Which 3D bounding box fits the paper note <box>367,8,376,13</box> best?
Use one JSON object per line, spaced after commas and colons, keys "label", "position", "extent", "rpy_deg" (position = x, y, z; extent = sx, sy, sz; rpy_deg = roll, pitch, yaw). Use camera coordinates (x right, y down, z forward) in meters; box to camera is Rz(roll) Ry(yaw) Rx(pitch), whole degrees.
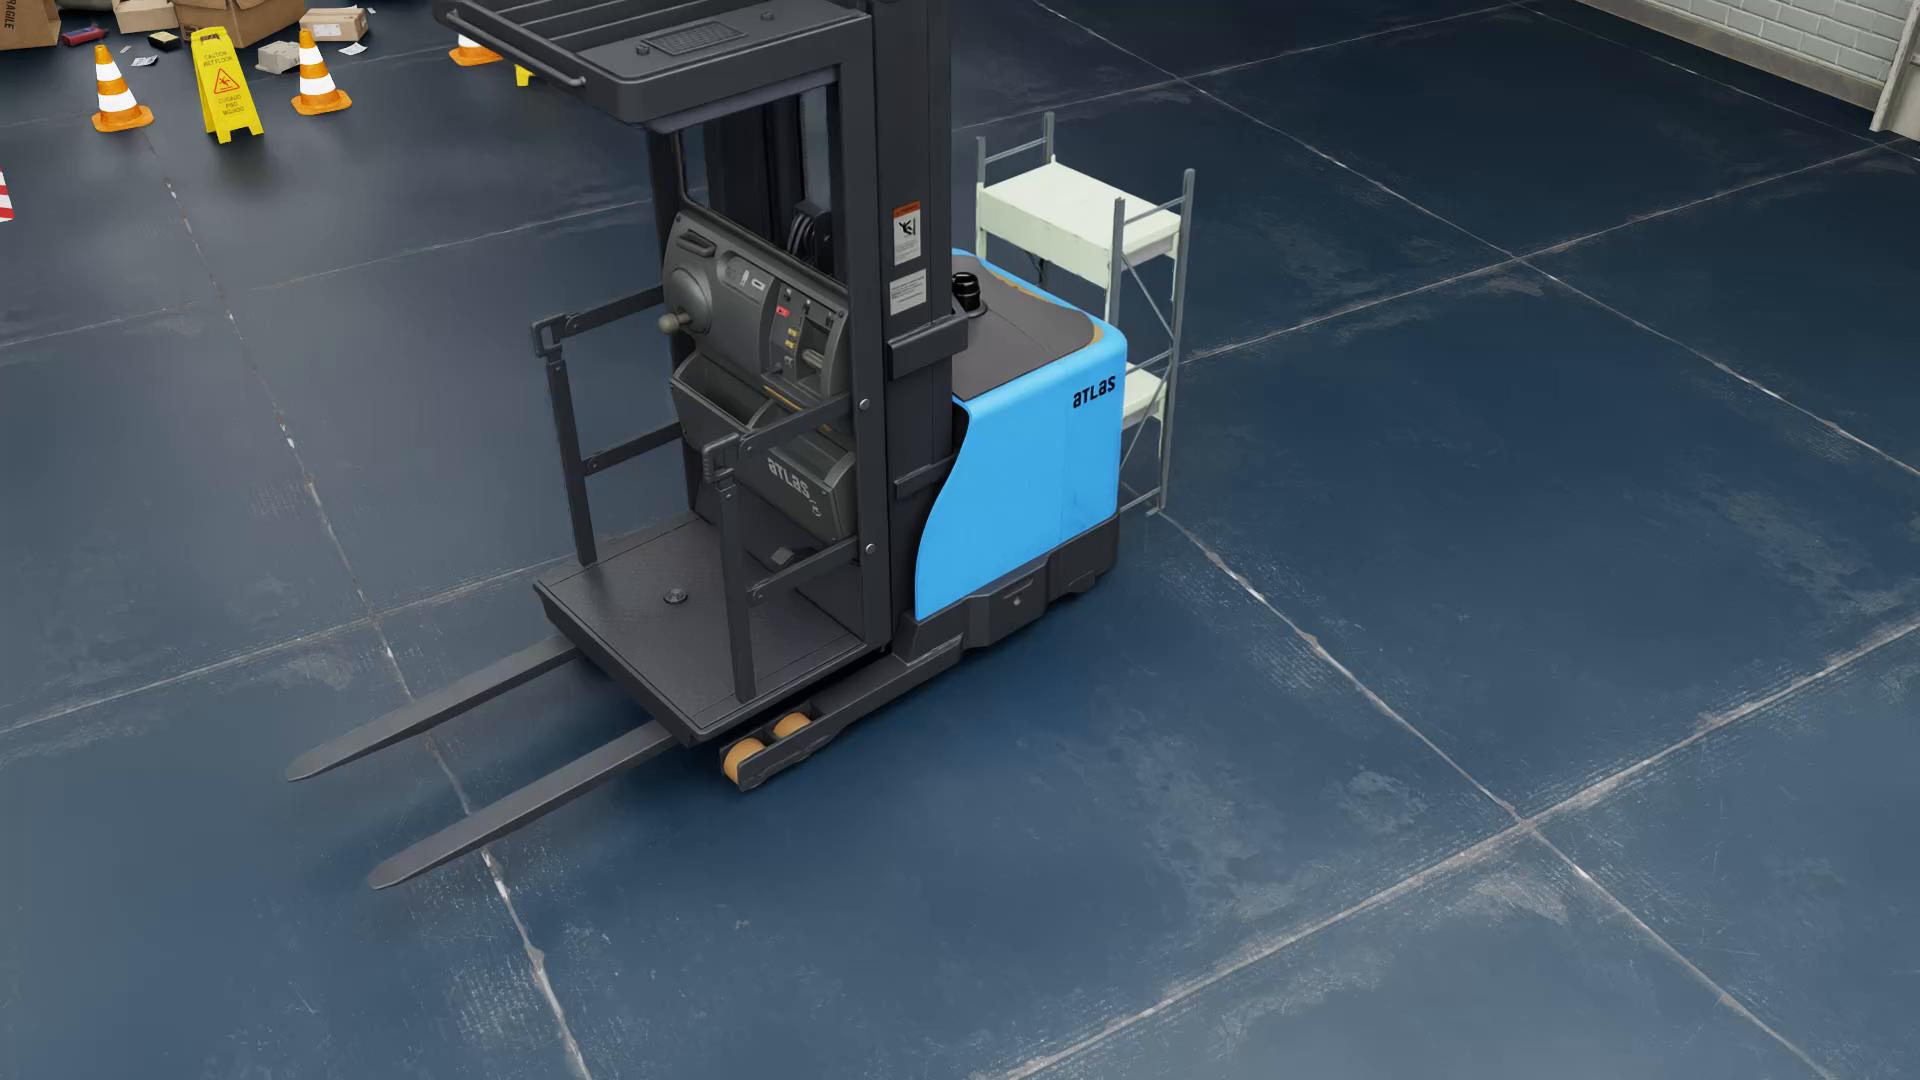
{"label": "paper note", "position": [-4.231, -3.807, 11.954], "extent": [0.032, 0.001, 0.123], "rpy_deg": [-19, 40, -24]}

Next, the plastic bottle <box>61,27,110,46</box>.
{"label": "plastic bottle", "position": [-6.028, -3.483, 11.467], "extent": [0.133, 0.061, 0.283], "rpy_deg": [26, 44, 31]}

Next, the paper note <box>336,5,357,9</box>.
{"label": "paper note", "position": [-4.418, -3.811, 11.952], "extent": [0.148, 0.019, 0.142], "rpy_deg": [-6, 37, -8]}

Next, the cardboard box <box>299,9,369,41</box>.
{"label": "cardboard box", "position": [-4.329, -3.563, 11.502], "extent": [0.380, 0.149, 0.250], "rpy_deg": [0, 36, 0]}

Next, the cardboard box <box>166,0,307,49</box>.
{"label": "cardboard box", "position": [-4.996, -3.782, 11.502], "extent": [0.637, 0.503, 0.797], "rpy_deg": [12, 38, 16]}

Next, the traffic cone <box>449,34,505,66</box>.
{"label": "traffic cone", "position": [-3.256, -3.458, 11.092], "extent": [0.336, 0.463, 0.334], "rpy_deg": [-19, 40, -24]}

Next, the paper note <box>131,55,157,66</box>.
{"label": "paper note", "position": [-5.453, -3.208, 11.118], "extent": [0.144, 0.017, 0.142], "rpy_deg": [-6, 37, -8]}

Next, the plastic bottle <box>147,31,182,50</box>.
{"label": "plastic bottle", "position": [-5.466, -3.427, 11.390], "extent": [0.283, 0.061, 0.133], "rpy_deg": [26, 44, 31]}

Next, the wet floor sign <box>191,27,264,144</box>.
{"label": "wet floor sign", "position": [-4.427, -2.748, 9.965], "extent": [0.267, 0.644, 0.232], "rpy_deg": [-26, 44, -31]}

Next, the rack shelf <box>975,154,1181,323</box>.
{"label": "rack shelf", "position": [0.456, -1.143, 6.382], "extent": [0.431, 0.370, 0.720], "rpy_deg": [-28, 44, -33]}

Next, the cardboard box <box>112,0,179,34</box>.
{"label": "cardboard box", "position": [-5.707, -3.732, 11.634], "extent": [0.396, 0.266, 0.258], "rpy_deg": [-12, 38, -16]}

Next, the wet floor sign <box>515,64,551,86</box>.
{"label": "wet floor sign", "position": [-2.754, -3.280, 10.694], "extent": [0.267, 0.644, 0.232], "rpy_deg": [-6, 37, -8]}

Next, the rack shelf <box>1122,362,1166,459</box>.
{"label": "rack shelf", "position": [0.456, -0.565, 6.805], "extent": [0.431, 0.370, 0.720], "rpy_deg": [-28, 44, -33]}

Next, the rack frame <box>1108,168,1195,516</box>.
{"label": "rack frame", "position": [0.700, -0.667, 6.392], "extent": [0.400, 1.500, 0.023], "rpy_deg": [-28, 44, -33]}

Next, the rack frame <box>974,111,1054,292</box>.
{"label": "rack frame", "position": [0.212, -0.989, 6.833], "extent": [0.400, 1.500, 0.023], "rpy_deg": [-28, 44, -33]}

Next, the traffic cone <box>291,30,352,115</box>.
{"label": "traffic cone", "position": [-4.045, -2.955, 10.404], "extent": [0.336, 0.463, 0.334], "rpy_deg": [-19, 40, -24]}

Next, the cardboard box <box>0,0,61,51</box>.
{"label": "cardboard box", "position": [-6.496, -3.671, 11.350], "extent": [0.500, 0.500, 0.500], "rpy_deg": [-12, 38, -16]}

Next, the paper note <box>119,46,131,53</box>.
{"label": "paper note", "position": [-5.678, -3.338, 11.312], "extent": [0.032, 0.001, 0.123], "rpy_deg": [0, 36, 0]}

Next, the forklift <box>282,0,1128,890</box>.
{"label": "forklift", "position": [-0.824, -0.698, 5.220], "extent": [3.031, 2.935, 1.130], "rpy_deg": [-27, 44, -32]}

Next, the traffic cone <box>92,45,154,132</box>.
{"label": "traffic cone", "position": [-5.193, -2.794, 10.183], "extent": [0.336, 0.463, 0.334], "rpy_deg": [-19, 40, -24]}

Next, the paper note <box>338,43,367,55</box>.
{"label": "paper note", "position": [-4.121, -3.338, 11.295], "extent": [0.142, 0.019, 0.148], "rpy_deg": [26, 44, 31]}

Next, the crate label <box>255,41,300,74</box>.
{"label": "crate label", "position": [-4.493, -3.206, 11.024], "extent": [0.298, 0.136, 0.250], "rpy_deg": [19, 40, 24]}

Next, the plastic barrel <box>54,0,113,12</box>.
{"label": "plastic barrel", "position": [-6.267, -4.002, 11.871], "extent": [0.512, 0.421, 0.421], "rpy_deg": [6, 37, 8]}

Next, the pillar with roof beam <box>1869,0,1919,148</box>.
{"label": "pillar with roof beam", "position": [2.087, -4.827, 5.729], "extent": [9.100, 9.000, 0.400], "rpy_deg": [-19, 40, -24]}

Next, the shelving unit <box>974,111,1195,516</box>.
{"label": "shelving unit", "position": [0.456, -0.828, 6.612], "extent": [0.431, 1.500, 0.755], "rpy_deg": [-28, 44, -33]}
